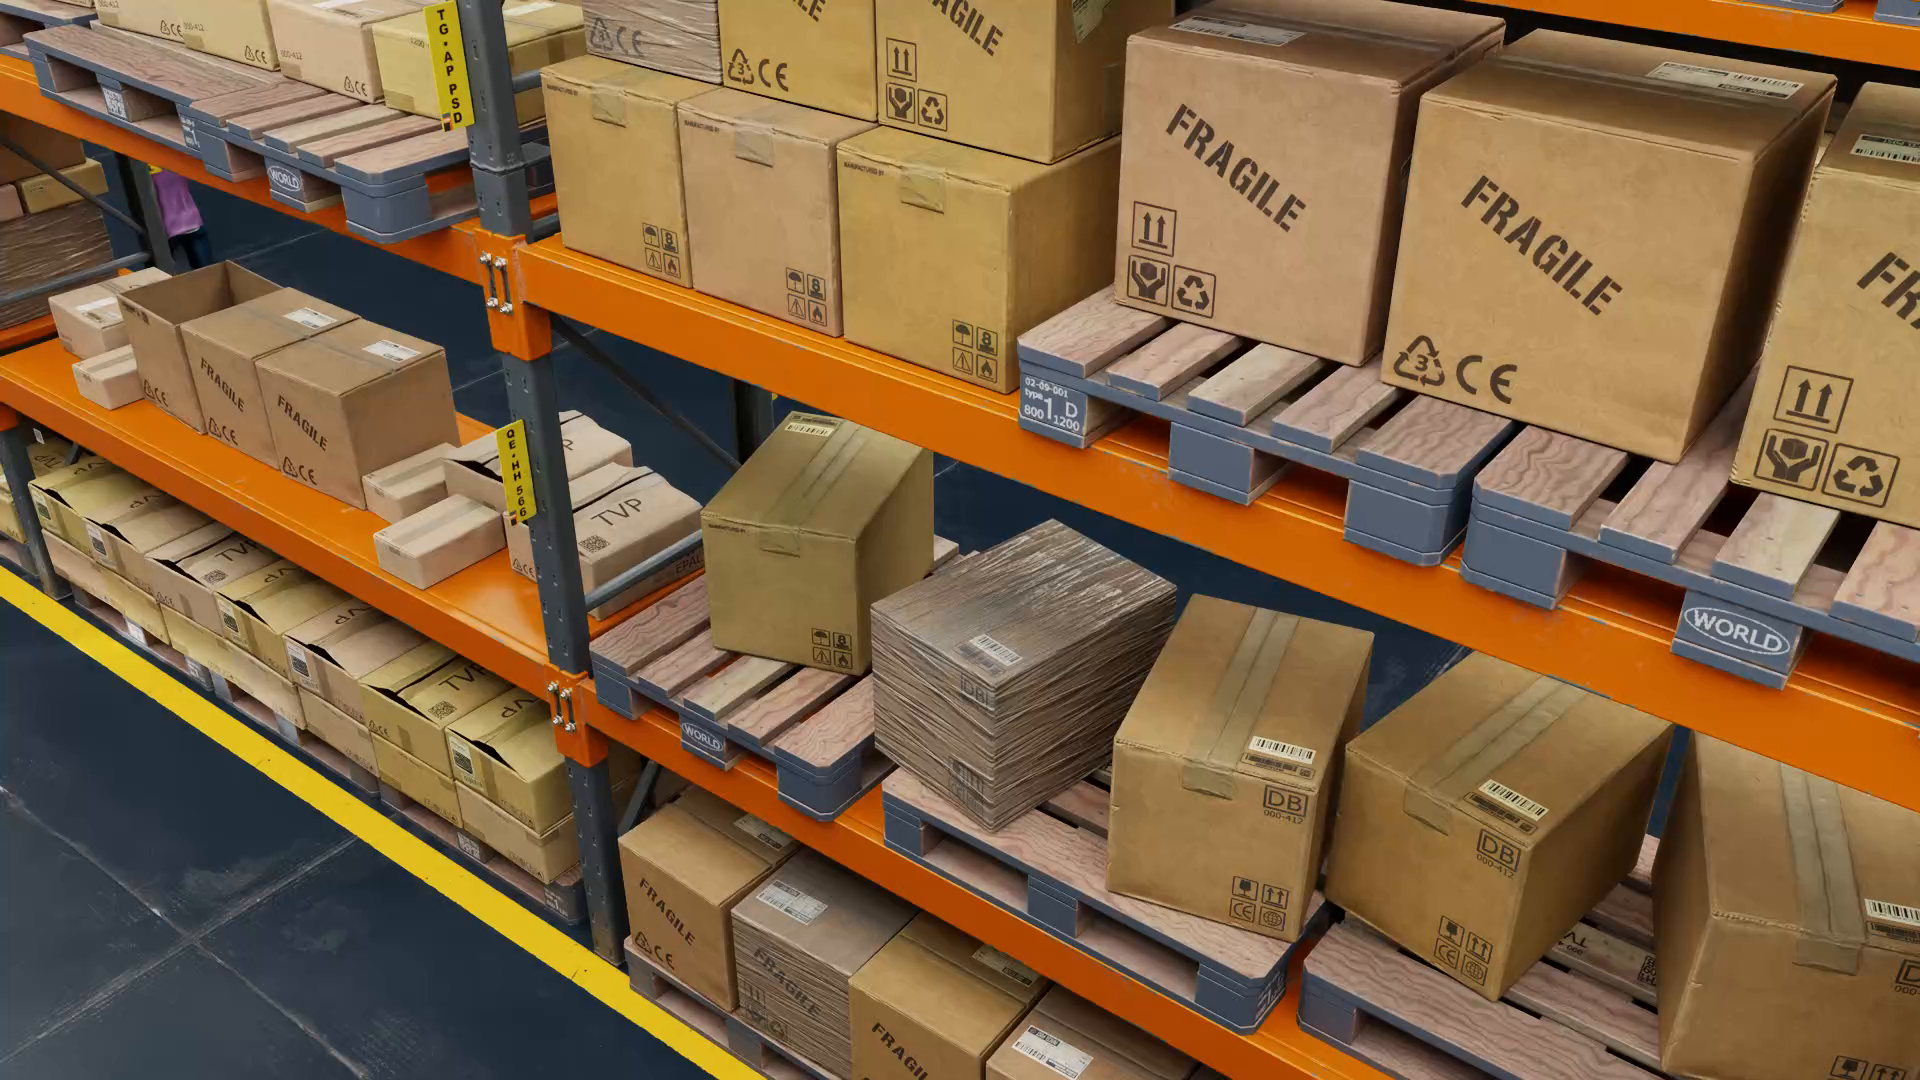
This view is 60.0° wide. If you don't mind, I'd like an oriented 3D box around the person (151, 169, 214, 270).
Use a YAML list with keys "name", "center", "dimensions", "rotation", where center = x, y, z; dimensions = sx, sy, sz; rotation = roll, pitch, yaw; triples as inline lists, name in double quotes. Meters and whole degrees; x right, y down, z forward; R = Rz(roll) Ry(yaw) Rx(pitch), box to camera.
- name: "person"
  center: [-4.909, -1.950, 10.332]
  dimensions: [0.981, 1.531, 0.407]
  rotation: [23, 38, 32]
